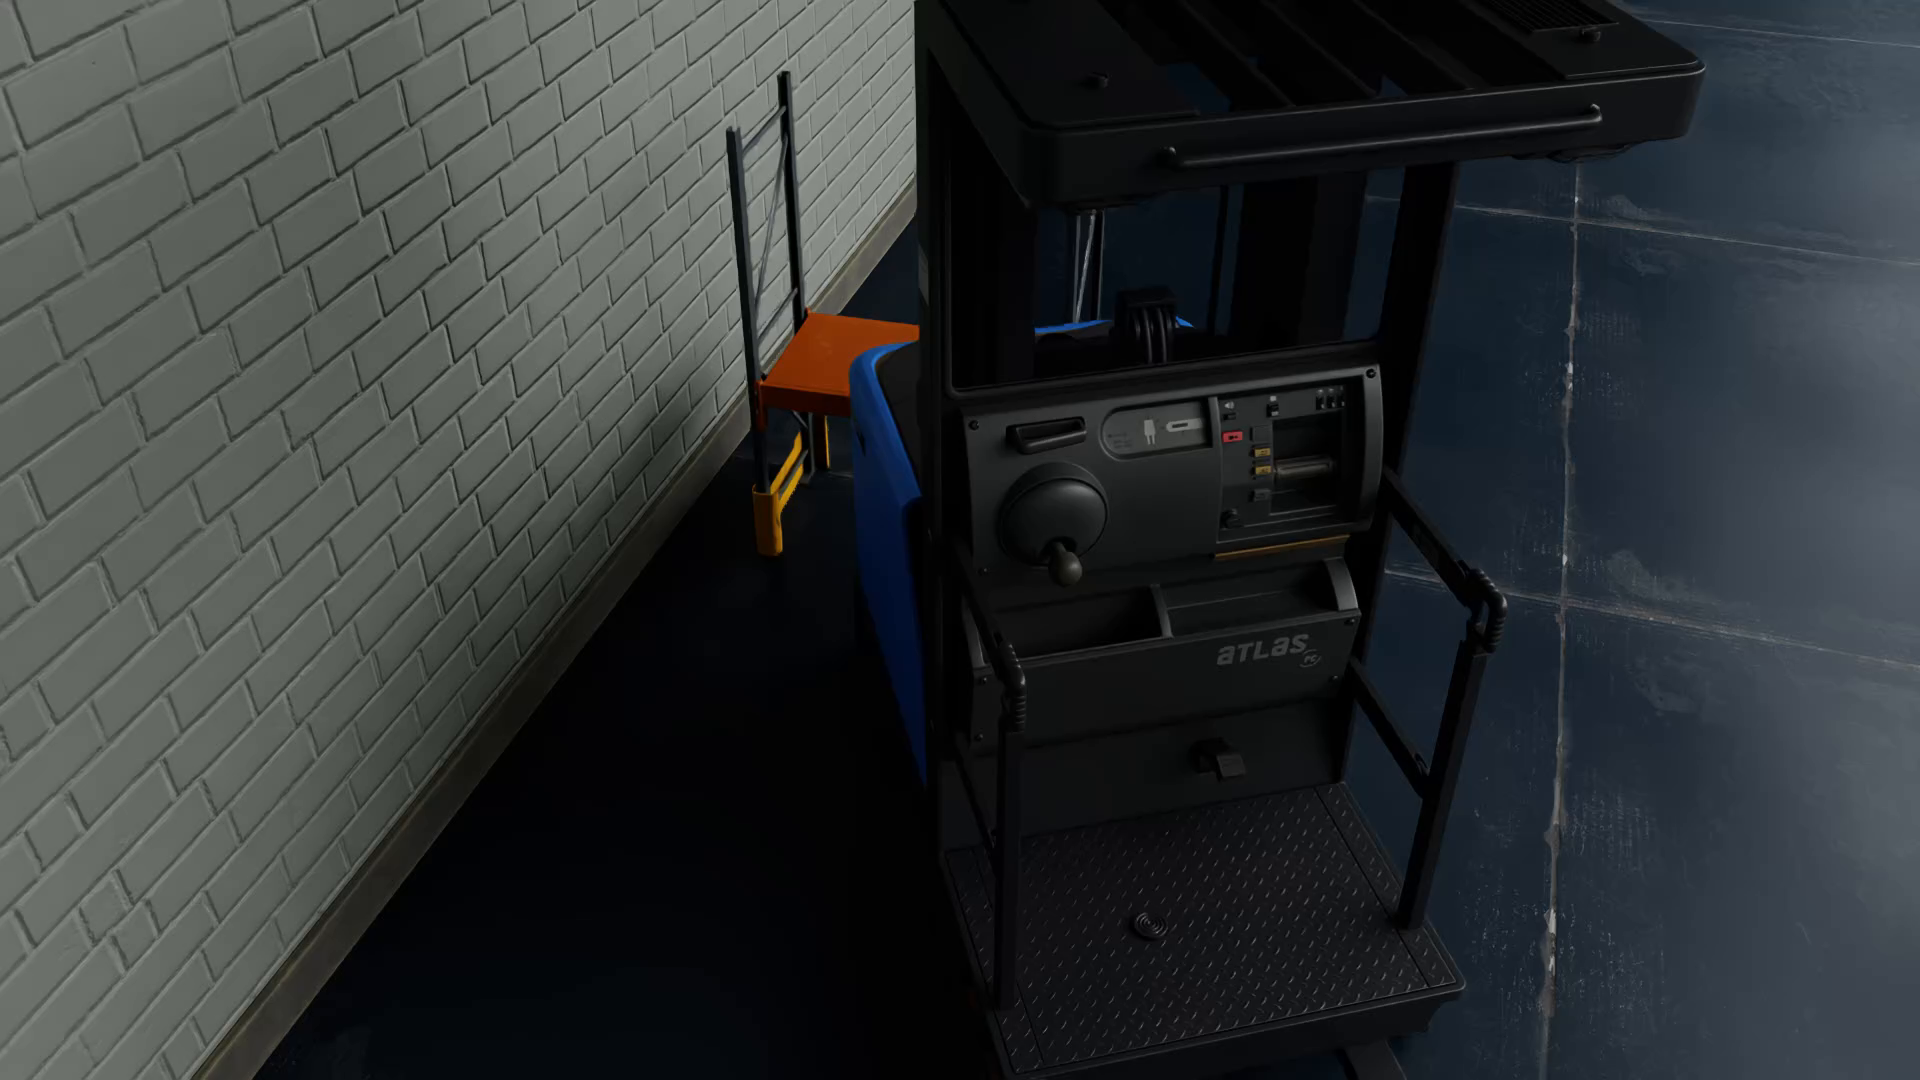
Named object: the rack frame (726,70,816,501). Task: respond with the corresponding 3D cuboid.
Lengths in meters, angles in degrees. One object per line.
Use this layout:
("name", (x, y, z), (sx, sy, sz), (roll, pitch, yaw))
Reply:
("rack frame", (-0.607, -0.726, 5.471), (0.032, 1.500, 0.500), (9, 37, 11))

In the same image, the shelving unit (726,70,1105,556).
("shelving unit", (-0.105, -0.650, 5.368), (1.083, 1.500, 0.587), (9, 37, 11))

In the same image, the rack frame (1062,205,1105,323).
("rack frame", (0.379, -0.578, 5.270), (0.032, 1.500, 0.500), (9, 37, 11))

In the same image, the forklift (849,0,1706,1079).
("forklift", (0.516, -0.077, 3.382), (1.130, 2.935, 3.031), (-8, 37, -11))

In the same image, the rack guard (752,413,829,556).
("rack guard", (-0.588, -0.219, 5.837), (0.087, 0.250, 0.587), (9, 37, 11))

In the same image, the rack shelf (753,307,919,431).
("rack shelf", (-0.114, -0.507, 5.477), (1.000, 0.185, 0.538), (9, 37, 11))
